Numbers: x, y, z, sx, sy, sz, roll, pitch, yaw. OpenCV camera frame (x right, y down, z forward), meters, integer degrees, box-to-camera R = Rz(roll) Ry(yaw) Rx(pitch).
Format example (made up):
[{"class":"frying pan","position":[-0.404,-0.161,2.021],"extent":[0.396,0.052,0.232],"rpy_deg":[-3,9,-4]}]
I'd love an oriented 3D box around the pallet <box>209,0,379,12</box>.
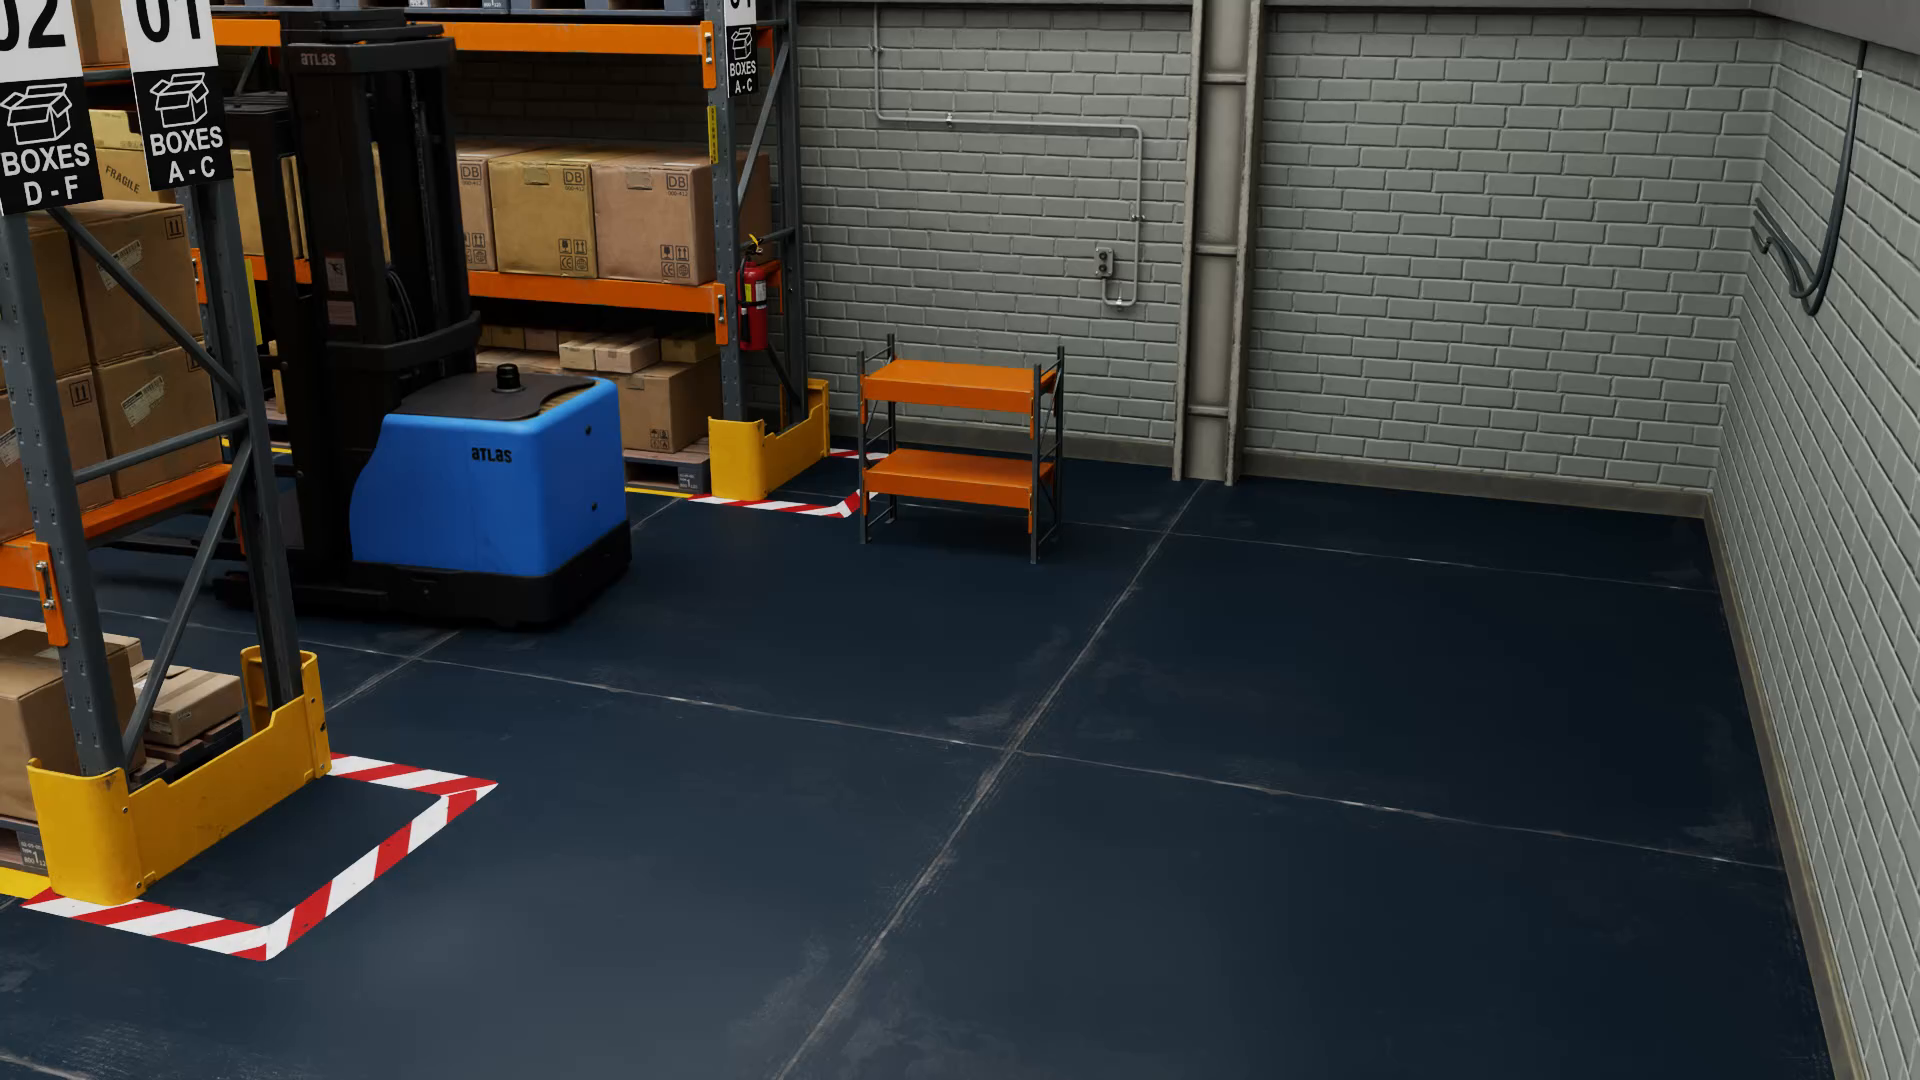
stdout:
[{"class":"pallet","position":[-4.245,-3.566,10.826],"extent":[1.213,0.211,1.003],"rpy_deg":[7,20,18]}]

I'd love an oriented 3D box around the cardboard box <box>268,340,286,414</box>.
[{"class":"cardboard box","position":[-4.342,-1.188,11.587],"extent":[0.500,0.500,0.700],"rpy_deg":[7,20,19]}]

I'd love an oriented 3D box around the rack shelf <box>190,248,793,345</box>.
[{"class":"rack shelf","position":[-3.125,-1.727,11.067],"extent":[4.000,0.370,1.077],"rpy_deg":[7,20,18]}]

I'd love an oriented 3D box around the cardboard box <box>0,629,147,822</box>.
[{"class":"cardboard box","position":[-3.452,0.680,6.197],"extent":[0.500,0.500,0.500],"rpy_deg":[7,20,18]}]

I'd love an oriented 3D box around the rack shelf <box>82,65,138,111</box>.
[{"class":"rack shelf","position":[-4.747,-1.603,6.153],"extent":[4.000,0.370,1.077],"rpy_deg":[7,20,18]}]

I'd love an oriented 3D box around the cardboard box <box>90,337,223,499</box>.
[{"class":"cardboard box","position":[-3.191,-0.487,6.265],"extent":[0.500,0.500,0.500],"rpy_deg":[7,20,19]}]

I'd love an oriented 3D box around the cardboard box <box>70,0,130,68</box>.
[{"class":"cardboard box","position":[-3.260,-1.790,5.826],"extent":[0.500,0.250,0.500],"rpy_deg":[7,20,18]}]

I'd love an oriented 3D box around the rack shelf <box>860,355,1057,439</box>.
[{"class":"rack shelf","position":[0.006,-0.807,9.293],"extent":[1.000,0.278,0.538],"rpy_deg":[7,20,18]}]

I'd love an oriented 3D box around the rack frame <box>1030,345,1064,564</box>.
[{"class":"rack frame","position":[0.487,-0.476,9.231],"extent":[0.032,1.125,0.500],"rpy_deg":[7,20,18]}]

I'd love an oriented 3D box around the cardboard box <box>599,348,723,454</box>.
[{"class":"cardboard box","position":[-1.930,-0.913,10.799],"extent":[0.500,0.500,0.700],"rpy_deg":[7,20,18]}]

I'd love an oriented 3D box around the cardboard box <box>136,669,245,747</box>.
[{"class":"cardboard box","position":[-3.141,0.676,6.742],"extent":[0.250,0.149,0.380],"rpy_deg":[7,20,18]}]

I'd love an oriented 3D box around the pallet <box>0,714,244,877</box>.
[{"class":"pallet","position":[-3.683,0.913,6.638],"extent":[1.213,0.211,1.003],"rpy_deg":[7,20,18]}]

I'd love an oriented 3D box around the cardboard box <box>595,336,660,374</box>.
[{"class":"cardboard box","position":[-2.111,-1.177,10.569],"extent":[0.250,0.149,0.380],"rpy_deg":[6,20,17]}]

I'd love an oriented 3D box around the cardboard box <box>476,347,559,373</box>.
[{"class":"cardboard box","position":[-2.878,-1.021,11.109],"extent":[0.500,0.500,0.700],"rpy_deg":[6,20,16]}]

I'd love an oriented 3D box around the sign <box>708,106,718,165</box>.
[{"class":"sign","position":[-1.427,-2.342,9.619],"extent":[0.005,0.325,0.100],"rpy_deg":[7,20,18]}]

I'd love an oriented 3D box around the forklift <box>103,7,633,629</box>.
[{"class":"forklift","position":[-3.357,-1.189,8.533],"extent":[3.031,2.935,1.130],"rpy_deg":[5,20,13]}]

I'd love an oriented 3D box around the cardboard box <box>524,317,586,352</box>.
[{"class":"cardboard box","position":[-2.702,-1.377,11.144],"extent":[0.250,0.149,0.380],"rpy_deg":[7,20,19]}]

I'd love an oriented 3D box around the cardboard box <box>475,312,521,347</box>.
[{"class":"cardboard box","position":[-3.183,-1.432,11.302],"extent":[0.250,0.149,0.380],"rpy_deg":[6,20,17]}]

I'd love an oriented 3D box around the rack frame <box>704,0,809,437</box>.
[{"class":"rack frame","position":[-1.236,-1.851,10.329],"extent":[0.127,3.000,1.000],"rpy_deg":[7,20,18]}]

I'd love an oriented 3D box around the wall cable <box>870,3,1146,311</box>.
[{"class":"wall cable","position":[0.284,-2.486,10.608],"extent":[1.851,1.984,0.084],"rpy_deg":[7,20,18]}]

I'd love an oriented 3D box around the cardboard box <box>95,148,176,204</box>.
[{"class":"cardboard box","position":[-5.533,-2.451,11.418],"extent":[0.500,0.500,0.500],"rpy_deg":[6,20,17]}]

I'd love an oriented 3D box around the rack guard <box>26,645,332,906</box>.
[{"class":"rack guard","position":[-2.930,0.862,6.344],"extent":[0.348,0.500,1.175],"rpy_deg":[7,20,18]}]

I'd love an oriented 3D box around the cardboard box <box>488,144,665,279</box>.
[{"class":"cardboard box","position":[-2.412,-2.120,10.644],"extent":[0.700,0.700,0.980],"rpy_deg":[6,20,18]}]

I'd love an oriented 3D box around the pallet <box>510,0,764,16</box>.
[{"class":"pallet","position":[-1.940,-3.302,10.070],"extent":[1.213,0.211,1.003],"rpy_deg":[7,20,18]}]

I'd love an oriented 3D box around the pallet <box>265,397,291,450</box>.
[{"class":"pallet","position":[-4.322,-0.860,11.722],"extent":[1.213,0.211,1.003],"rpy_deg":[7,20,18]}]

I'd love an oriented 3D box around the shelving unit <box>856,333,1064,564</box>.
[{"class":"shelving unit","position":[0.006,-0.530,9.389],"extent":[1.048,1.125,0.538],"rpy_deg":[7,20,18]}]

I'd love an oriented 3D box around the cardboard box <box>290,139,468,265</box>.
[{"class":"cardboard box","position":[-3.820,-2.280,11.105],"extent":[0.700,0.700,0.980],"rpy_deg":[6,20,17]}]

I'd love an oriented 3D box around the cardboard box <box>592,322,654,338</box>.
[{"class":"cardboard box","position":[-2.225,-1.323,10.988],"extent":[0.250,0.149,0.380],"rpy_deg":[7,20,18]}]

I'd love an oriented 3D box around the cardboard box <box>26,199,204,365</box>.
[{"class":"cardboard box","position":[-3.191,-0.959,6.101],"extent":[0.500,0.500,0.500],"rpy_deg":[7,20,20]}]

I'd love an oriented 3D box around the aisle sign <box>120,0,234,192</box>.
[{"class":"aisle sign","position":[-2.697,-1.622,5.722],"extent":[0.004,0.787,0.394],"rpy_deg":[7,20,18]}]

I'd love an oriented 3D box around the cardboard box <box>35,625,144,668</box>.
[{"class":"cardboard box","position":[-3.751,0.580,6.866],"extent":[0.500,0.250,0.500],"rpy_deg":[7,20,18]}]

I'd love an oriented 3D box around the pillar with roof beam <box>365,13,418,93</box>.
[{"class":"pillar with roof beam","position":[-5.482,-3.971,7.295],"extent":[0.400,9.000,9.100],"rpy_deg":[7,20,18]}]
